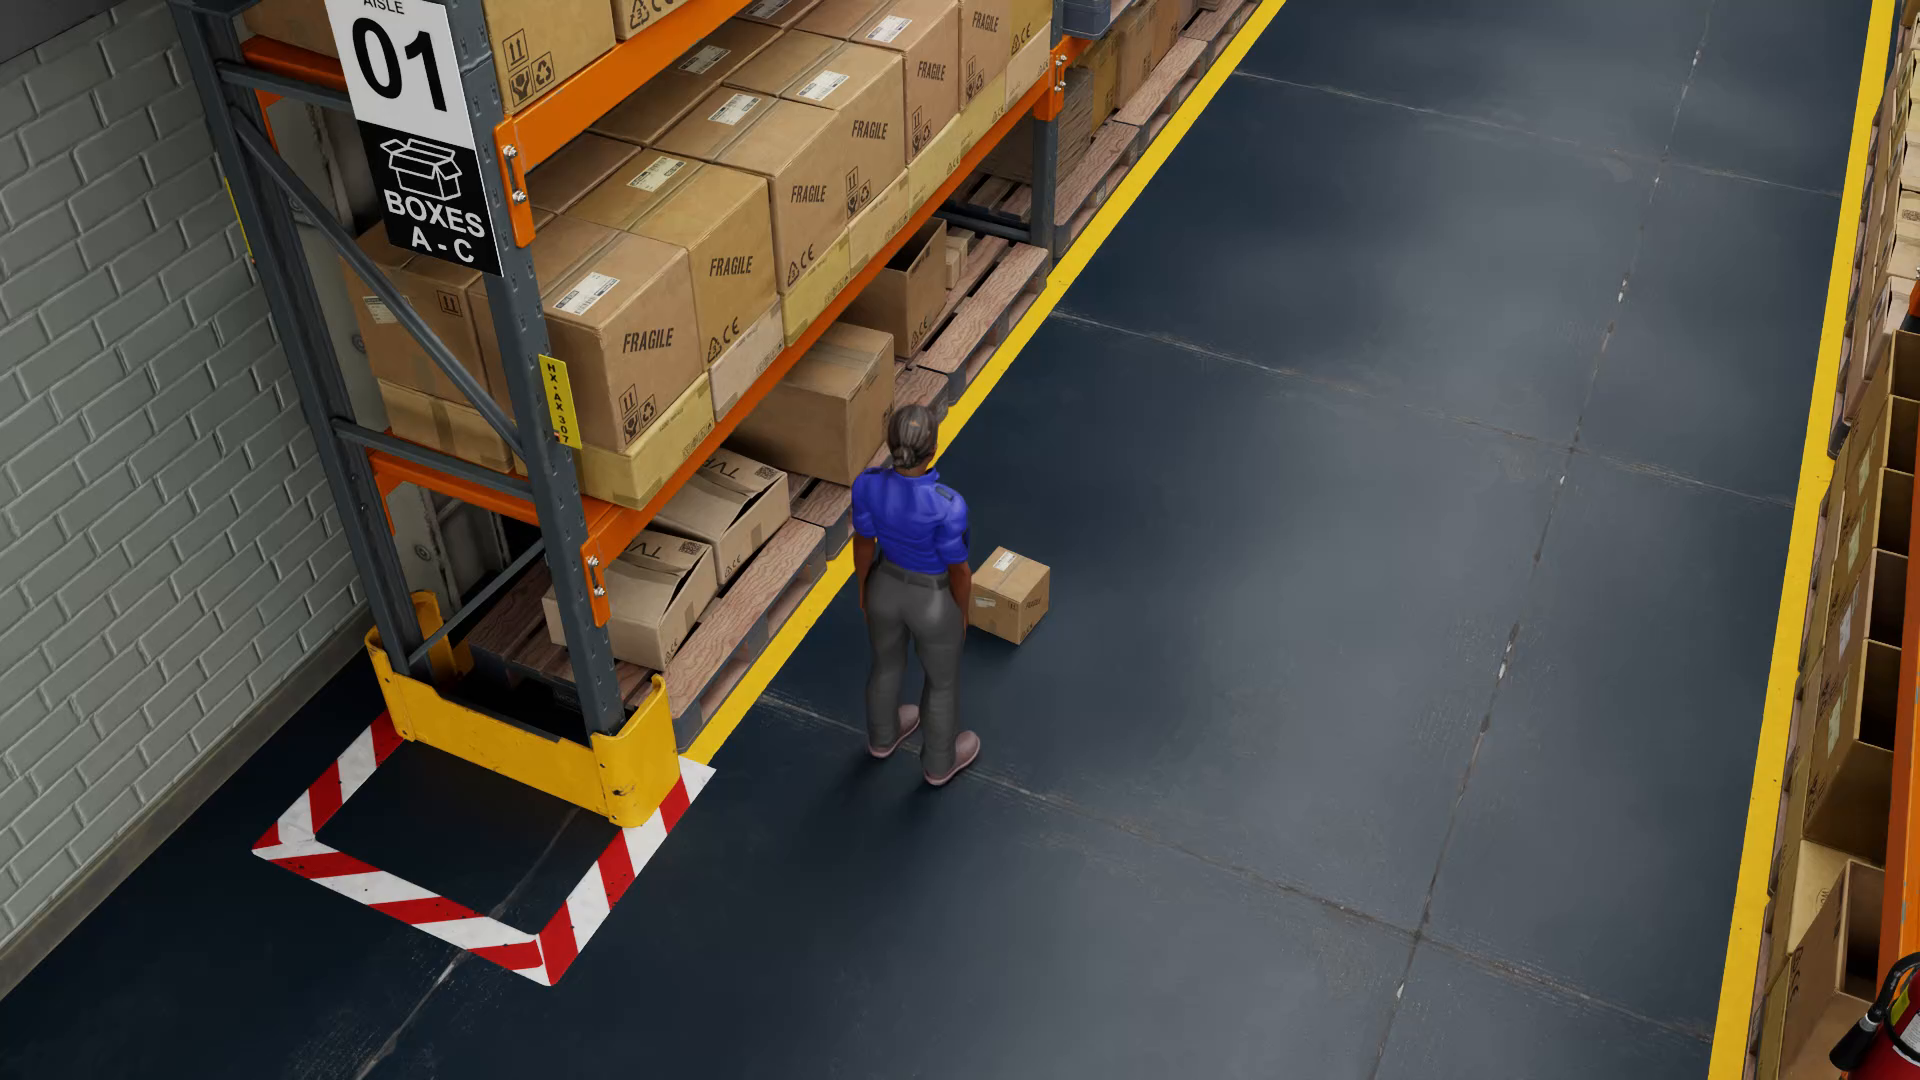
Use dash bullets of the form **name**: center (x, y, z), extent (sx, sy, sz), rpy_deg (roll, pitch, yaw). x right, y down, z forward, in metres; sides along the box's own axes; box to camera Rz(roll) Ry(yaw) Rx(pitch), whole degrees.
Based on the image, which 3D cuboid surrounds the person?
- **person**: center (-0.153, 0.200, 5.938), extent (0.445, 1.660, 0.329), rpy_deg (18, 45, 18)
